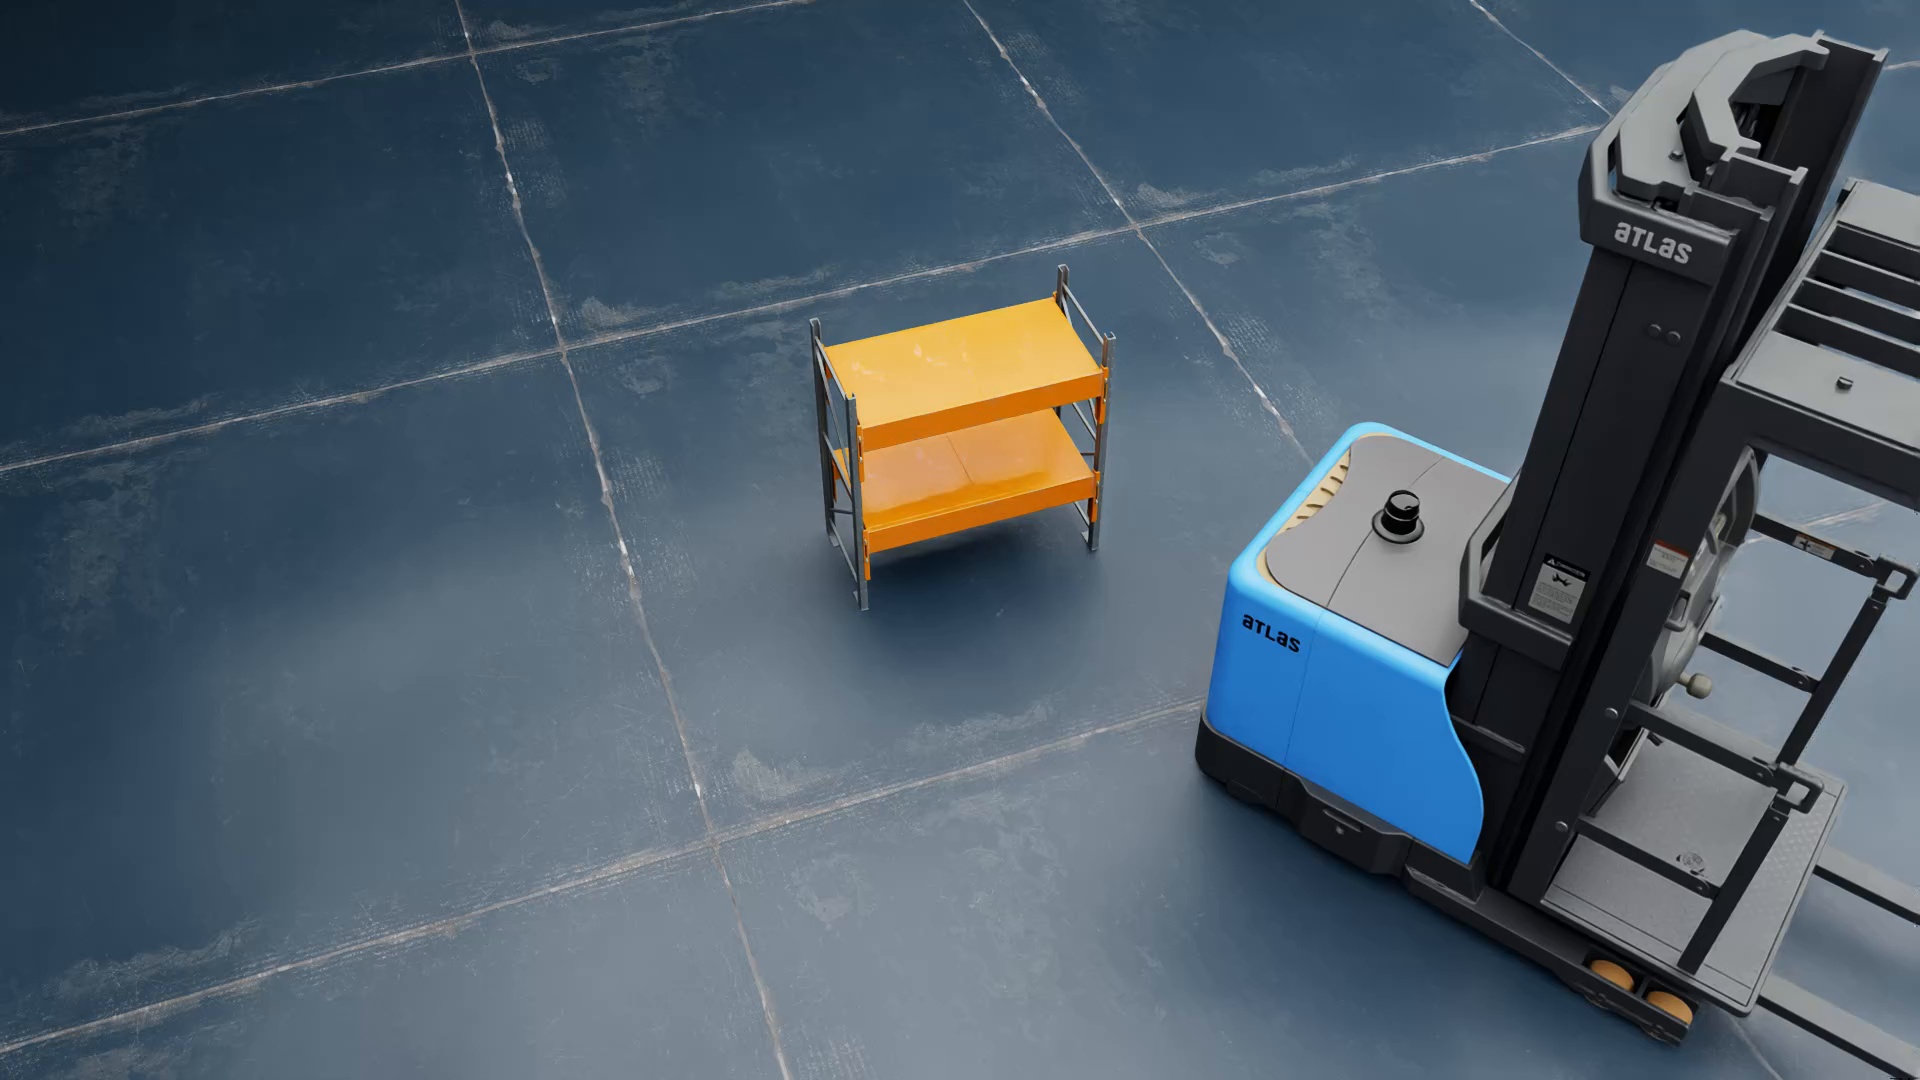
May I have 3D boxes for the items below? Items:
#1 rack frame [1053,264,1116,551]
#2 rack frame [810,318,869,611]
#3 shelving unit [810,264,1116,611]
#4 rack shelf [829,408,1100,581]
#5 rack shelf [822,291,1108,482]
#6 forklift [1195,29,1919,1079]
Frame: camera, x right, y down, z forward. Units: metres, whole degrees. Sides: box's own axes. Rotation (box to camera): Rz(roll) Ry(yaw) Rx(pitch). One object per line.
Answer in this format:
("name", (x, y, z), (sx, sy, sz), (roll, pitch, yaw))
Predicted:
("rack frame", (0.484, -0.521, 6.784), (0.032, 1.125, 0.500), (-14, 47, -14))
("rack frame", (-0.472, -0.276, 6.541), (0.032, 1.125, 0.500), (-14, 47, -14))
("shelving unit", (0.006, -0.399, 6.662), (1.048, 1.125, 0.538), (-14, 47, -14))
("rack shelf", (0.006, -0.226, 6.836), (1.000, 0.278, 0.538), (-14, 47, -14))
("rack shelf", (0.006, -0.605, 6.455), (1.000, 0.278, 0.538), (-14, 47, -14))
("forklift", (2.359, 0.166, 4.824), (3.031, 2.935, 1.130), (27, 51, 25))
